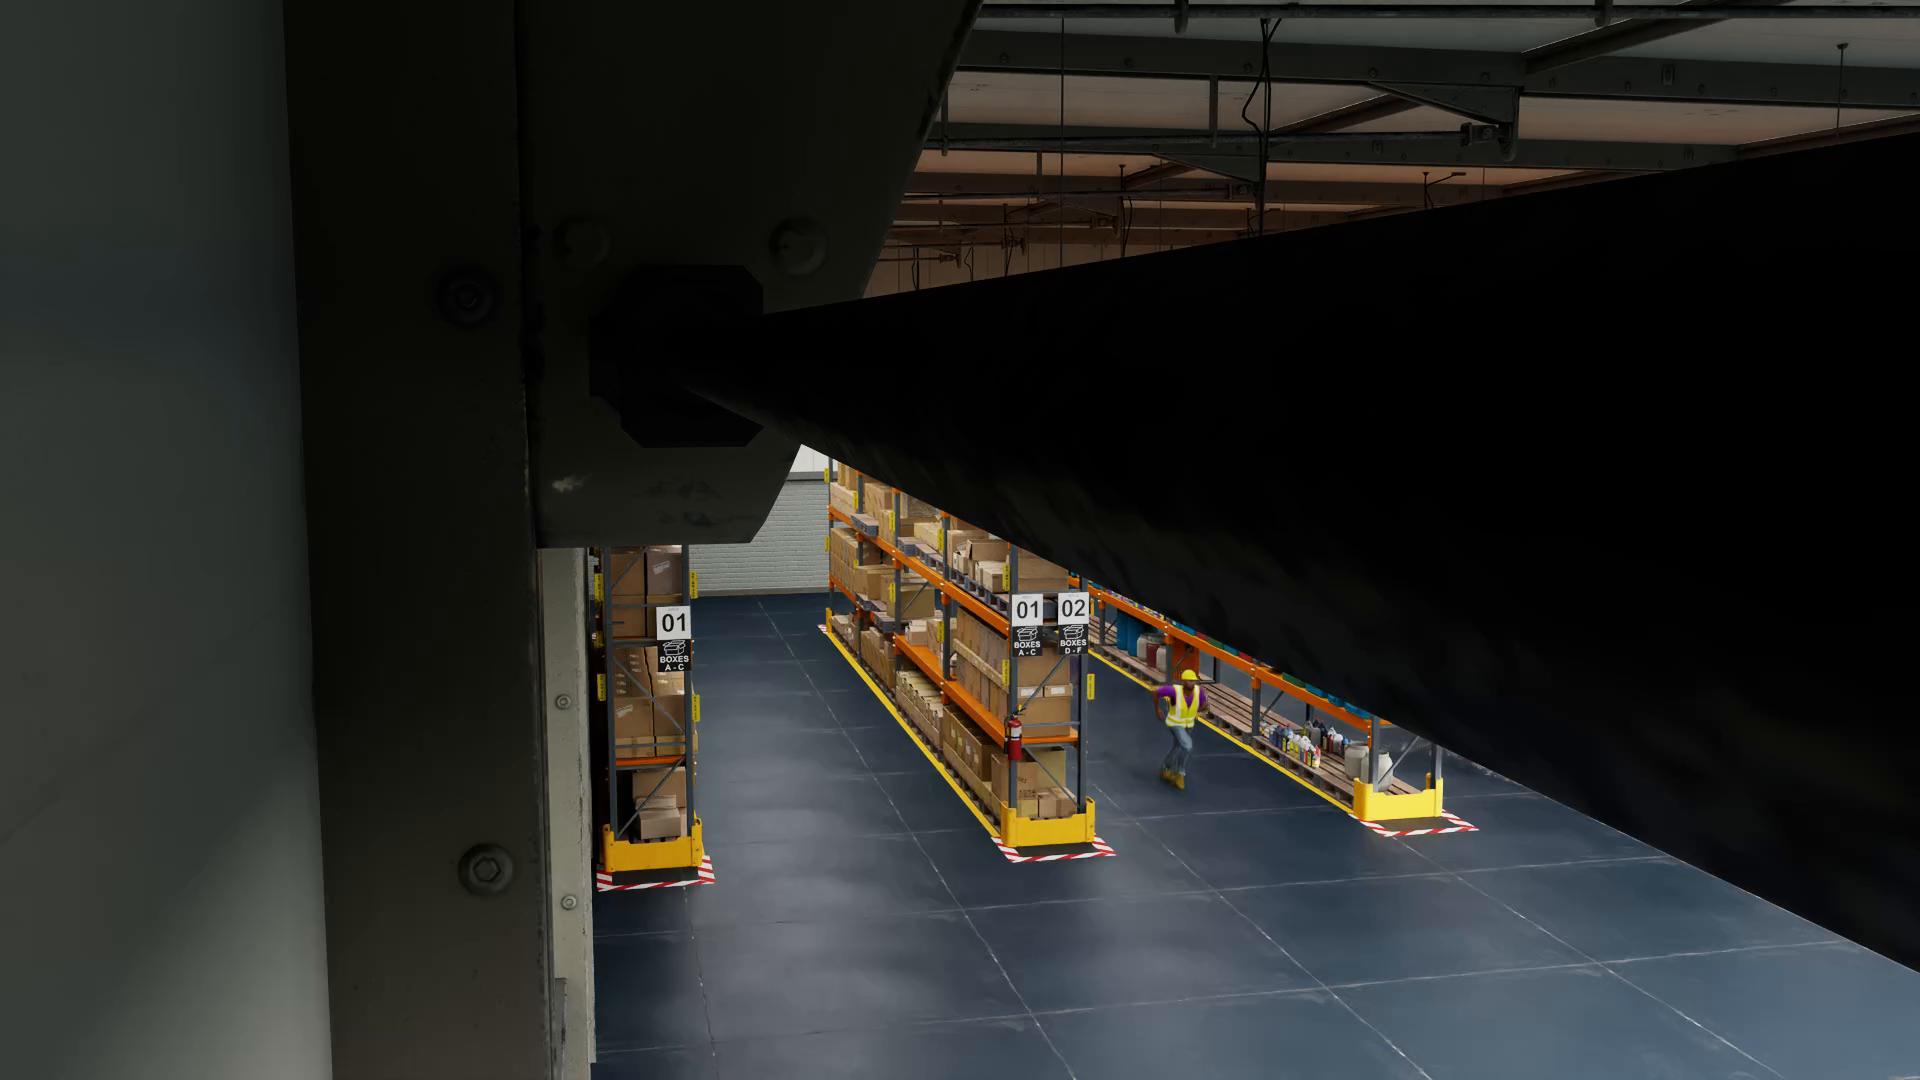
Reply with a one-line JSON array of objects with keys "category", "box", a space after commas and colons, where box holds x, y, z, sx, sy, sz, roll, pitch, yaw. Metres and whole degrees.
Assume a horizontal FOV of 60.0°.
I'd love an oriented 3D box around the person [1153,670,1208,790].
[{"category": "person", "box": [3.139, 2.667, 23.688, 0.684, 1.723, 0.919, -4, 8, -30]}]
